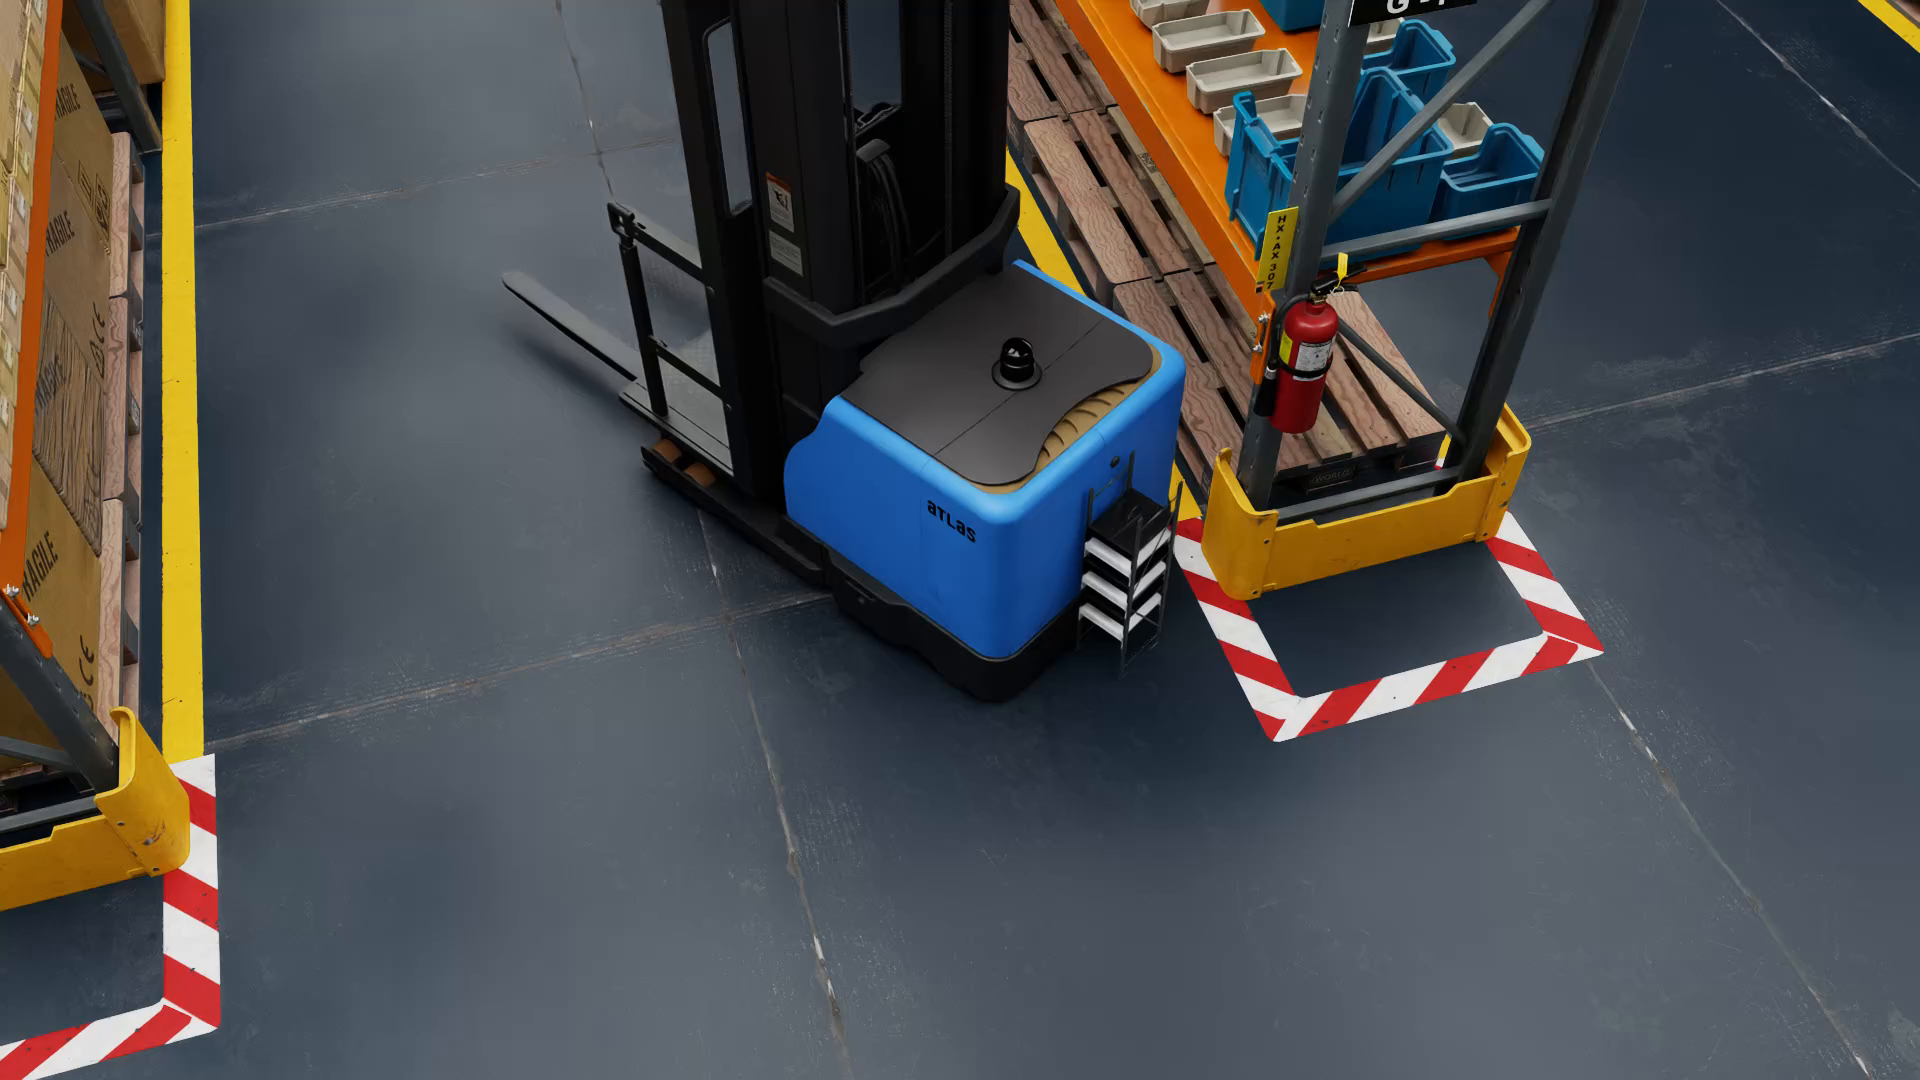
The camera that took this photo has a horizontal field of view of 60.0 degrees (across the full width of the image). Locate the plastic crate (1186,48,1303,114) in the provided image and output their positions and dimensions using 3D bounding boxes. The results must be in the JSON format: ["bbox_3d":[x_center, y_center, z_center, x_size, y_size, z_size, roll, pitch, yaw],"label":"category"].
[{"bbox_3d":[1.031,-1.698,6.142,0.396,0.136,0.243,-13,51,-11],"label":"plastic crate"}]

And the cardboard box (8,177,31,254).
[{"bbox_3d":[-3.386,-1.065,5.640,0.380,0.149,0.250,-14,51,-11],"label":"cardboard box"}]

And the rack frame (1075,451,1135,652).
[{"bbox_3d":[0.510,0.057,5.903,0.006,0.900,0.240,34,58,25],"label":"rack frame"}]

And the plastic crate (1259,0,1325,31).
[{"bbox_3d":[1.369,-2.175,6.482,0.416,0.233,0.300,-13,51,-11],"label":"plastic crate"}]

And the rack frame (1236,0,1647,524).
[{"bbox_3d":[1.517,-0.994,5.415,1.000,3.000,0.127,-13,51,-11],"label":"rack frame"}]

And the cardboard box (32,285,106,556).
[{"bbox_3d":[-3.749,-0.438,6.062,0.875,0.875,0.875,-13,51,-11],"label":"cardboard box"}]

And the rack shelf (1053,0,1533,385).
[{"bbox_3d":[0.926,-2.223,6.922,1.077,0.370,4.000,-13,51,-11],"label":"rack shelf"}]

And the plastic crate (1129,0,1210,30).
[{"bbox_3d":[0.820,-2.108,6.488,0.298,0.136,0.250,-13,51,-11],"label":"plastic crate"}]

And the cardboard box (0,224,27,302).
[{"bbox_3d":[-3.310,-0.877,5.481,0.380,0.149,0.250,-14,51,-12],"label":"cardboard box"}]

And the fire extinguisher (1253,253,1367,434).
[{"bbox_3d":[1.128,-0.636,5.408,0.296,0.674,0.183,-13,51,-11],"label":"fire extinguisher"}]

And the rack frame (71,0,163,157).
[{"bbox_3d":[-4.397,-2.795,6.934,1.000,3.000,0.127,-13,51,-11],"label":"rack frame"}]

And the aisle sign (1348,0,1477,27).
[{"bbox_3d":[1.259,-1.713,4.321,0.394,0.787,0.004,-13,51,-11],"label":"aisle sign"}]

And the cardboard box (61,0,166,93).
[{"bbox_3d":[-4.605,-2.709,7.976,1.225,0.875,0.875,-13,51,-11],"label":"cardboard box"}]

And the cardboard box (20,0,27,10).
[{"bbox_3d":[-3.860,-2.202,6.338,0.500,0.250,0.500,-12,51,-10],"label":"cardboard box"}]

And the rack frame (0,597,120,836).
[{"bbox_3d":[-3.214,0.126,4.471,1.000,3.000,0.127,-13,51,-11],"label":"rack frame"}]

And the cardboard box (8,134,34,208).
[{"bbox_3d":[-3.460,-1.250,5.796,0.380,0.149,0.250,-14,51,-12],"label":"cardboard box"}]

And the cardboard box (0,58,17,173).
[{"bbox_3d":[-3.563,-1.459,5.711,0.500,0.250,0.500,-14,51,-12],"label":"cardboard box"}]

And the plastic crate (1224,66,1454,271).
[{"bbox_3d":[1.240,-1.227,5.550,0.616,0.435,0.499,-13,51,-11],"label":"plastic crate"}]

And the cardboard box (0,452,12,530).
[{"bbox_3d":[-3.004,-0.127,4.849,0.380,0.149,0.250,-13,51,-11],"label":"cardboard box"}]

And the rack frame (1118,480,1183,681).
[{"bbox_3d":[0.661,0.160,5.816,0.006,0.900,0.240,34,58,25],"label":"rack frame"}]

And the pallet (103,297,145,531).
[{"bbox_3d":[-3.883,-0.431,6.765,1.003,0.211,1.213,-13,51,-11],"label":"pallet"}]

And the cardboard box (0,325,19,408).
[{"bbox_3d":[-3.157,-0.501,5.164,0.380,0.149,0.250,-14,51,-12],"label":"cardboard box"}]

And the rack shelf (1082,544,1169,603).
[{"bbox_3d":[0.585,0.072,5.816,0.200,0.077,0.258,34,58,25],"label":"rack shelf"}]

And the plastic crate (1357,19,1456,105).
[{"bbox_3d":[1.564,-1.695,6.077,0.416,0.233,0.300,-13,51,-11],"label":"plastic crate"}]

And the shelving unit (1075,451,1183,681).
[{"bbox_3d":[0.585,0.109,5.860,0.210,0.900,0.258,34,58,25],"label":"shelving unit"}]

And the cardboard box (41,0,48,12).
[{"bbox_3d":[-3.842,-2.190,6.588,0.380,0.149,0.250,-14,51,-12],"label":"cardboard box"}]

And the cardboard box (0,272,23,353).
[{"bbox_3d":[-3.235,-0.691,5.325,0.380,0.149,0.250,-14,51,-12],"label":"cardboard box"}]

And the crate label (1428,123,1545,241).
[{"bbox_3d":[1.759,-1.214,5.671,0.416,0.233,0.303,-13,51,-11],"label":"crate label"}]

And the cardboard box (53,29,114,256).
[{"bbox_3d":[-4.278,-1.746,7.164,0.875,0.875,0.875,-13,51,-11],"label":"cardboard box"}]

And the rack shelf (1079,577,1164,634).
[{"bbox_3d":[0.585,0.188,5.954,0.200,0.077,0.258,34,58,25],"label":"rack shelf"}]

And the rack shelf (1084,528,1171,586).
[{"bbox_3d":[0.585,0.014,5.747,0.200,0.077,0.258,34,58,25],"label":"rack shelf"}]

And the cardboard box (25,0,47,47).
[{"bbox_3d":[-3.766,-2.002,6.430,0.380,0.149,0.250,-12,51,-10],"label":"cardboard box"}]

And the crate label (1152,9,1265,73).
[{"bbox_3d":[0.926,-1.896,6.309,0.396,0.136,0.243,-13,51,-11],"label":"crate label"}]

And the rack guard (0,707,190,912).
[{"bbox_3d":[-3.207,0.949,5.412,1.175,0.500,0.348,-13,51,-11],"label":"rack guard"}]

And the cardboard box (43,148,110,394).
[{"bbox_3d":[-4.012,-1.088,6.610,0.875,0.875,0.875,-13,51,-11],"label":"cardboard box"}]

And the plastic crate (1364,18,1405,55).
[{"bbox_3d":[1.542,-1.931,6.339,0.250,0.136,0.298,-13,51,-11],"label":"plastic crate"}]

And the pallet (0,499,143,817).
[{"bbox_3d":[-3.525,0.459,6.015,1.003,0.211,1.213,-13,51,-11],"label":"pallet"}]

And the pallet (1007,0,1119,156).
[{"bbox_3d":[0.589,-2.488,8.499,1.003,0.211,1.213,-13,51,-11],"label":"pallet"}]

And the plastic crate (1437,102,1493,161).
[{"bbox_3d":[1.743,-1.436,5.921,0.250,0.136,0.298,-13,51,-11],"label":"plastic crate"}]

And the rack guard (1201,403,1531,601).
[{"bbox_3d":[1.537,-0.173,6.359,1.175,0.500,0.348,-13,51,-11],"label":"rack guard"}]

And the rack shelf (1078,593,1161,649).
[{"bbox_3d":[0.585,0.246,6.023,0.200,0.077,0.258,34,58,25],"label":"rack shelf"}]

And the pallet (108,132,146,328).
[{"bbox_3d":[-4.247,-1.323,7.517,1.003,0.211,1.213,-13,51,-11],"label":"pallet"}]

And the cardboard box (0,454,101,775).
[{"bbox_3d":[-3.480,0.226,5.502,0.875,0.875,0.875,-13,51,-11],"label":"cardboard box"}]

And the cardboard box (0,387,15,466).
[{"bbox_3d":[-3.081,-0.314,5.007,0.380,0.149,0.250,-14,51,-12],"label":"cardboard box"}]

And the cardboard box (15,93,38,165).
[{"bbox_3d":[-3.539,-1.441,5.957,0.380,0.149,0.250,-13,51,-10],"label":"cardboard box"}]

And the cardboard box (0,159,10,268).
[{"bbox_3d":[-3.403,-1.079,5.391,0.500,0.250,0.500,-15,51,-12],"label":"cardboard box"}]

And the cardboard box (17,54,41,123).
[{"bbox_3d":[-3.614,-1.627,6.114,0.380,0.149,0.250,-14,51,-12],"label":"cardboard box"}]

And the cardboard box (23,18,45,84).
[{"bbox_3d":[-3.689,-1.814,6.271,0.380,0.149,0.250,-12,51,-10],"label":"cardboard box"}]

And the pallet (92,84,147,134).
[{"bbox_3d":[-4.697,-2.443,8.461,1.003,0.211,1.213,-13,51,-11],"label":"pallet"}]

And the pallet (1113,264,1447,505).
[{"bbox_3d":[1.310,-0.706,6.997,1.003,0.211,1.213,-13,51,-11],"label":"pallet"}]

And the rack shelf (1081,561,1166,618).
[{"bbox_3d":[0.585,0.130,5.885,0.200,0.077,0.258,34,58,25],"label":"rack shelf"}]

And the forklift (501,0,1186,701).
[{"bbox_3d":[-0.642,-1.359,5.768,3.031,2.935,1.130,34,58,25],"label":"forklift"}]

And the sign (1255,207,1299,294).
[{"bbox_3d":[0.997,-0.910,5.238,0.100,0.325,0.005,-13,51,-11],"label":"sign"}]

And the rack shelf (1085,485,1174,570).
[{"bbox_3d":[0.585,-0.044,5.679,0.200,0.077,0.258,34,58,25],"label":"rack shelf"}]

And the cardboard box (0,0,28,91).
[{"bbox_3d":[-3.709,-1.830,6.024,0.500,0.250,0.500,-12,51,-10],"label":"cardboard box"}]

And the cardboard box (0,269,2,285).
[{"bbox_3d":[-3.258,-0.711,5.081,0.500,0.250,0.500,-14,51,-11],"label":"cardboard box"}]

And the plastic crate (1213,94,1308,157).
[{"bbox_3d":[1.103,-1.483,5.961,0.396,0.136,0.243,-13,51,-11],"label":"plastic crate"}]

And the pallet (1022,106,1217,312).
[{"bbox_3d":[0.953,-1.595,7.747,1.003,0.211,1.213,-13,51,-11],"label":"pallet"}]

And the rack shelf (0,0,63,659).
[{"bbox_3d":[-3.806,-1.103,5.978,1.077,0.370,4.000,-13,51,-11],"label":"rack shelf"}]
